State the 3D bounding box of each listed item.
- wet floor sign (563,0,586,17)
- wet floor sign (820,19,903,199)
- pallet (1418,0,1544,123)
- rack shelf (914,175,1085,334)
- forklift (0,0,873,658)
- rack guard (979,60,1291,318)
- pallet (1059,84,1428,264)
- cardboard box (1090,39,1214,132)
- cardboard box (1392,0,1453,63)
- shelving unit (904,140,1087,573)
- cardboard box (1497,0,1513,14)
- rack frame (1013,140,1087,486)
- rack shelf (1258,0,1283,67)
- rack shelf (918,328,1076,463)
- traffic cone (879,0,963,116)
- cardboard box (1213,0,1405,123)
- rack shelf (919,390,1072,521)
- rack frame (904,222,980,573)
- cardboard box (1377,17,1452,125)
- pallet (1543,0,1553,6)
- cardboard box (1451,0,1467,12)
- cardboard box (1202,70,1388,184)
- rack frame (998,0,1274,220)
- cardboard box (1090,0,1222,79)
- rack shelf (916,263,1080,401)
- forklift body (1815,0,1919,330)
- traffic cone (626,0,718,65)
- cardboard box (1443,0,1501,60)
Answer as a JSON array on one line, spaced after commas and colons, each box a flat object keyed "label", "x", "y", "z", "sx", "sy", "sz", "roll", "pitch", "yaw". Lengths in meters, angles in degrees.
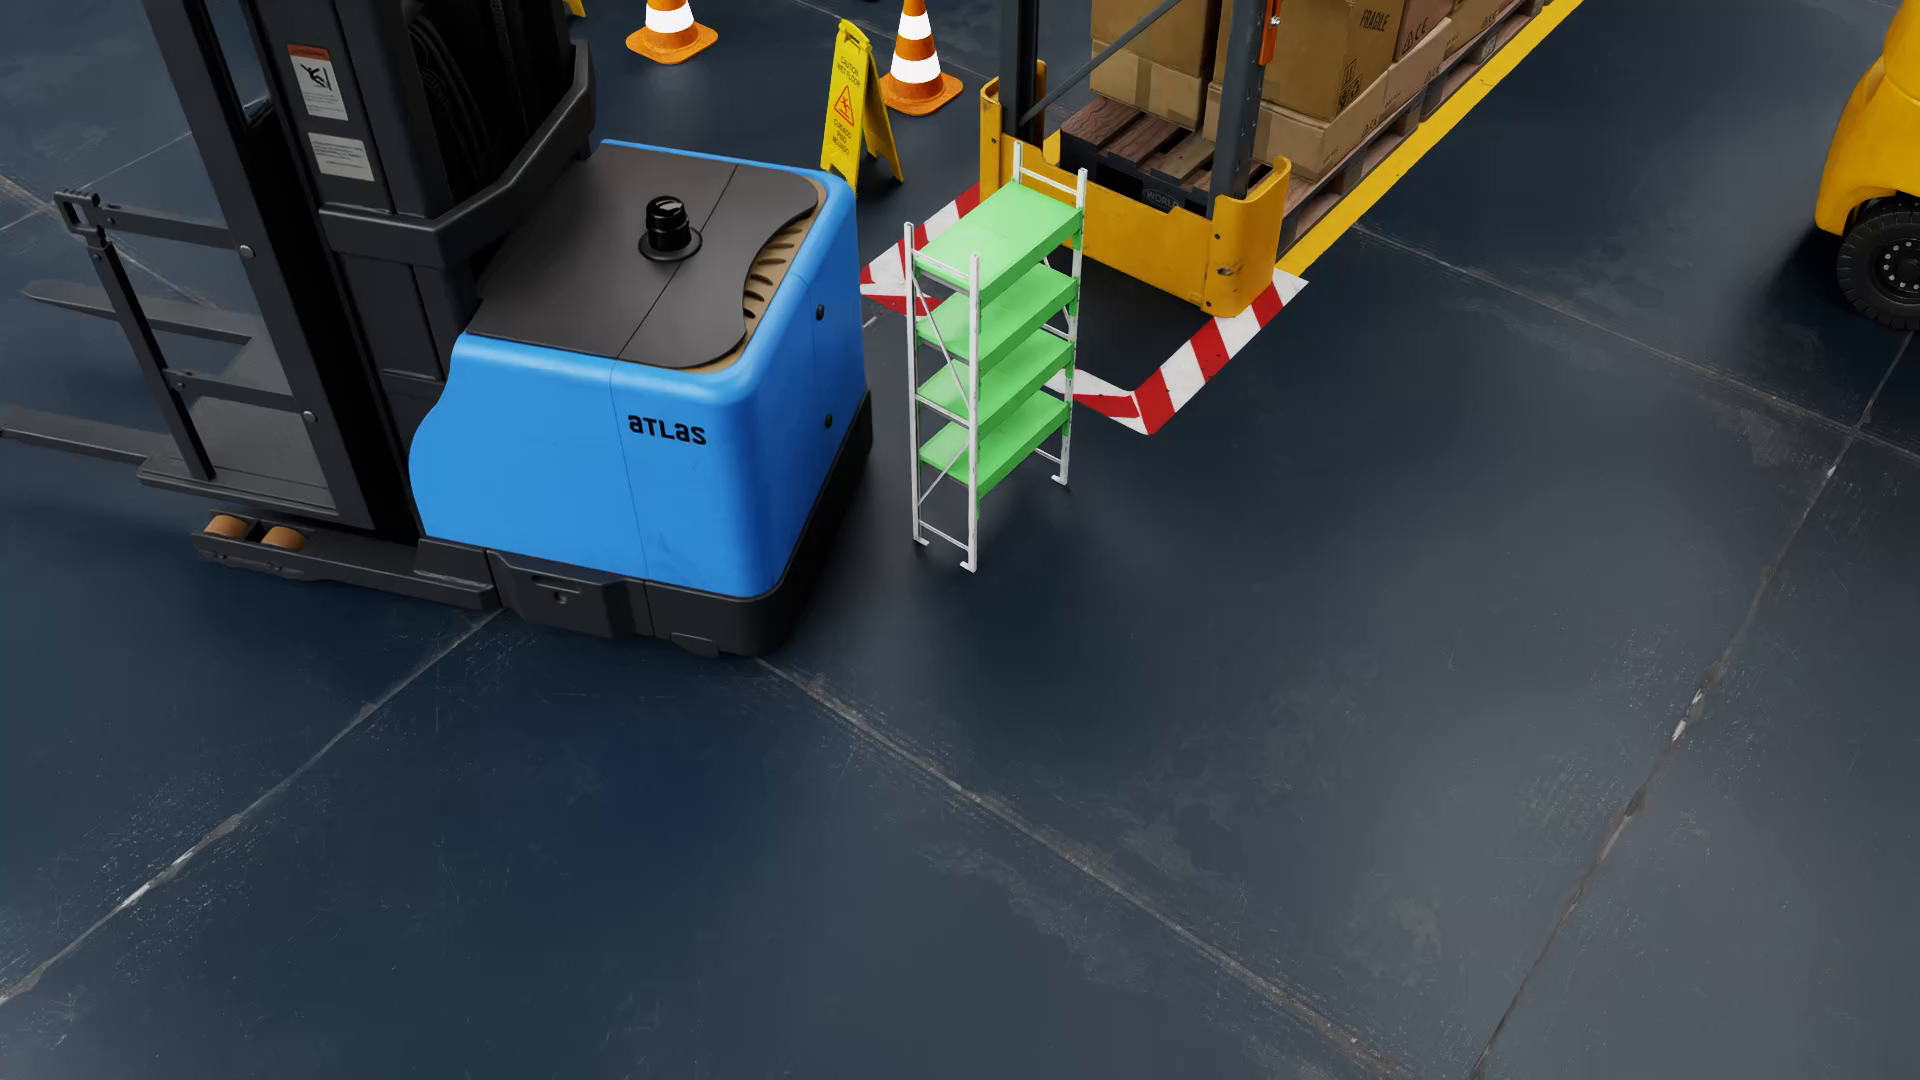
[{"label": "wet floor sign", "x": -1.859, "y": -2.558, "z": 7.247, "sx": 0.267, "sy": 0.644, "sz": 0.232, "roll": 21, "pitch": 50, "yaw": 19}, {"label": "wet floor sign", "x": -0.392, "y": -1.683, "z": 6.412, "sx": 0.232, "sy": 0.644, "sz": 0.267, "roll": -25, "pitch": 51, "yaw": -22}, {"label": "pallet", "x": 1.888, "y": -2.357, "z": 7.355, "sx": 1.003, "sy": 0.211, "sz": 1.213, "roll": 29, "pitch": 53, "yaw": 25}, {"label": "rack shelf", "x": 0.101, "y": -0.797, "z": 4.606, "sx": 0.258, "sy": 0.148, "sz": 0.480, "roll": 29, "pitch": 53, "yaw": 25}, {"label": "forklift", "x": -1.860, "y": -1.251, "z": 4.418, "sx": 3.031, "sy": 2.935, "sz": 1.130, "roll": 11, "pitch": 47, "yaw": 10}, {"label": "rack guard", "x": 0.617, "y": -1.312, "z": 6.158, "sx": 1.175, "sy": 0.500, "sz": 0.348, "roll": 29, "pitch": 53, "yaw": 25}, {"label": "pallet", "x": 1.142, "y": -1.662, "z": 6.691, "sx": 1.003, "sy": 0.211, "sz": 1.213, "roll": 29, "pitch": 53, "yaw": 25}, {"label": "cardboard box", "x": 0.867, "y": -1.923, "z": 6.623, "sx": 0.500, "sy": 0.250, "sz": 0.500, "roll": 29, "pitch": 53, "yaw": 25}, {"label": "cardboard box", "x": 1.613, "y": -2.241, "z": 6.409, "sx": 0.500, "sy": 0.500, "sz": 0.500, "roll": 27, "pitch": 52, "yaw": 24}, {"label": "shelving unit", "x": 0.101, "y": -0.509, "z": 4.907, "sx": 0.258, "sy": 1.200, "sz": 0.503, "roll": 29, "pitch": 53, "yaw": 25}, {"label": "cardboard box", "x": 2.235, "y": -2.561, "z": 7.233, "sx": 0.500, "sy": 0.250, "sz": 0.500, "roll": 30, "pitch": 53, "yaw": 26}, {"label": "rack frame", "x": 0.250, "y": -0.649, "z": 5.040, "sx": 0.240, "sy": 1.200, "sz": 0.015, "roll": 29, "pitch": 53, "yaw": 25}, {"label": "rack shelf", "x": 1.793, "y": -3.028, "z": 6.566, "sx": 1.077, "sy": 0.370, "sz": 4.000, "roll": 29, "pitch": 53, "yaw": 25}, {"label": "rack shelf", "x": 0.101, "y": -0.465, "z": 4.953, "sx": 0.258, "sy": 0.148, "sz": 0.480, "roll": 29, "pitch": 53, "yaw": 25}, {"label": "traffic cone", "x": -0.187, "y": -2.072, "z": 6.909, "sx": 0.336, "sy": 0.463, "sz": 0.334, "roll": 29, "pitch": 53, "yaw": 25}, {"label": "cardboard box", "x": 1.297, "y": -1.940, "z": 6.121, "sx": 0.500, "sy": 0.500, "sz": 0.500, "roll": 28, "pitch": 52, "yaw": 24}, {"label": "rack shelf", "x": 0.101, "y": -0.299, "z": 5.126, "sx": 0.258, "sy": 0.148, "sz": 0.480, "roll": 29, "pitch": 53, "yaw": 25}, {"label": "rack frame", "x": -0.048, "y": -0.370, "z": 4.773, "sx": 0.240, "sy": 1.200, "sz": 0.015, "roll": 29, "pitch": 53, "yaw": 25}, {"label": "cardboard box", "x": 1.601, "y": -1.955, "z": 6.655, "sx": 0.500, "sy": 0.250, "sz": 0.500, "roll": 31, "pitch": 54, "yaw": 26}, {"label": "pallet", "x": 2.634, "y": -3.058, "z": 8.025, "sx": 1.003, "sy": 0.211, "sz": 1.213, "roll": 29, "pitch": 53, "yaw": 25}, {"label": "cardboard box", "x": 1.926, "y": -2.524, "z": 6.679, "sx": 0.500, "sy": 0.500, "sz": 0.500, "roll": 30, "pitch": 53, "yaw": 26}, {"label": "cardboard box", "x": 1.283, "y": -1.667, "z": 6.379, "sx": 0.500, "sy": 0.250, "sz": 0.500, "roll": 29, "pitch": 53, "yaw": 25}, {"label": "rack frame", "x": 0.571, "y": -2.132, "z": 5.212, "sx": 1.000, "sy": 3.000, "sz": 0.127, "roll": 29, "pitch": 53, "yaw": 25}, {"label": "cardboard box", "x": 0.854, "y": -2.160, "z": 6.332, "sx": 0.500, "sy": 0.500, "sz": 0.500, "roll": 30, "pitch": 53, "yaw": 25}, {"label": "rack shelf", "x": 0.101, "y": -0.631, "z": 4.779, "sx": 0.258, "sy": 0.148, "sz": 0.480, "roll": 29, "pitch": 53, "yaw": 25}, {"label": "forklift body", "x": 4.216, "y": -1.538, "z": 5.232, "sx": 2.313, "sy": 2.155, "sz": 1.214, "roll": 29, "pitch": 53, "yaw": 25}, {"label": "traffic cone", "x": -1.274, "y": -2.368, "z": 7.192, "sx": 0.336, "sy": 0.463, "sz": 0.334, "roll": 29, "pitch": 53, "yaw": 25}, {"label": "cardboard box", "x": 1.924, "y": -2.273, "z": 6.958, "sx": 0.500, "sy": 0.250, "sz": 0.500, "roll": 33, "pitch": 54, "yaw": 27}]
